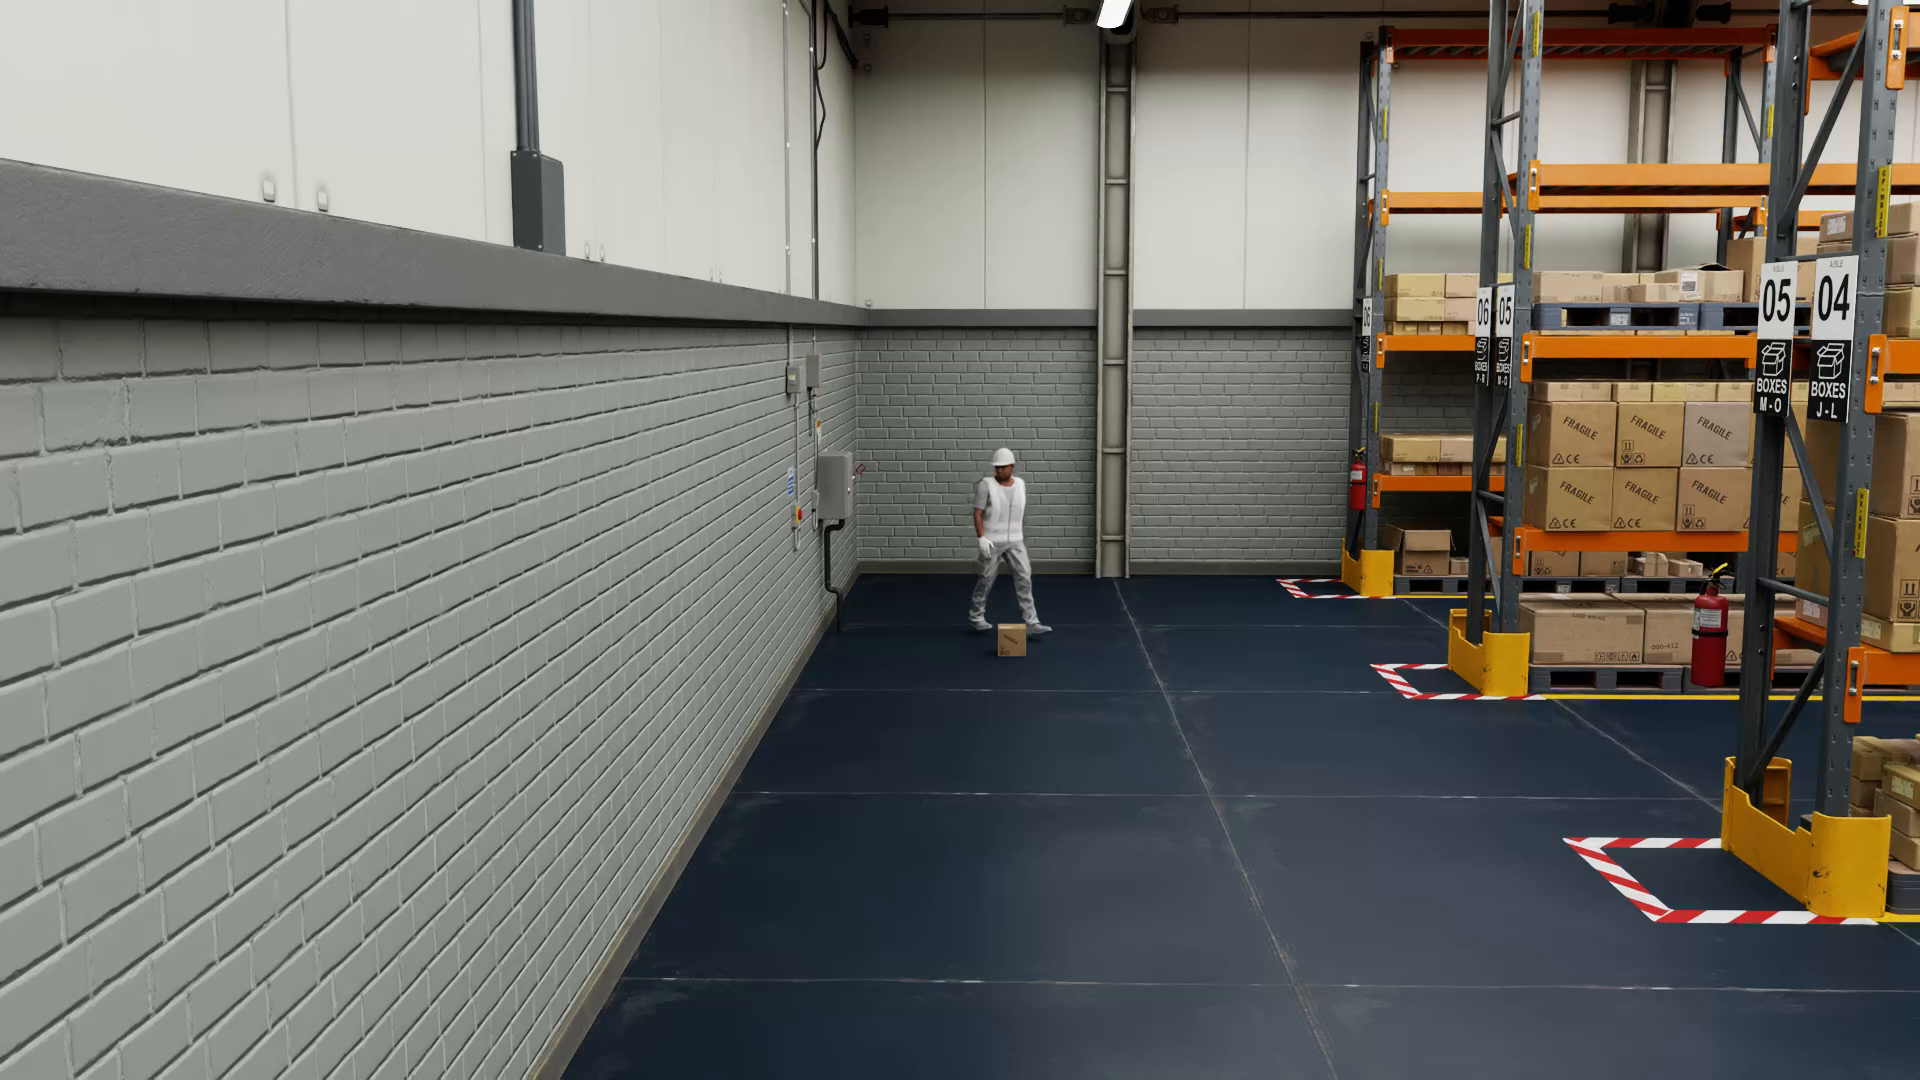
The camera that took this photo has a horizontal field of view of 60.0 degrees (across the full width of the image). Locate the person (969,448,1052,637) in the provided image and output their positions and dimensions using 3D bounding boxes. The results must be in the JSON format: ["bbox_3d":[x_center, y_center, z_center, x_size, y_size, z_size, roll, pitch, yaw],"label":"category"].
[{"bbox_3d":[0.423,0.020,15.453,0.586,1.750,0.892,-3,8,-25],"label":"person"}]
